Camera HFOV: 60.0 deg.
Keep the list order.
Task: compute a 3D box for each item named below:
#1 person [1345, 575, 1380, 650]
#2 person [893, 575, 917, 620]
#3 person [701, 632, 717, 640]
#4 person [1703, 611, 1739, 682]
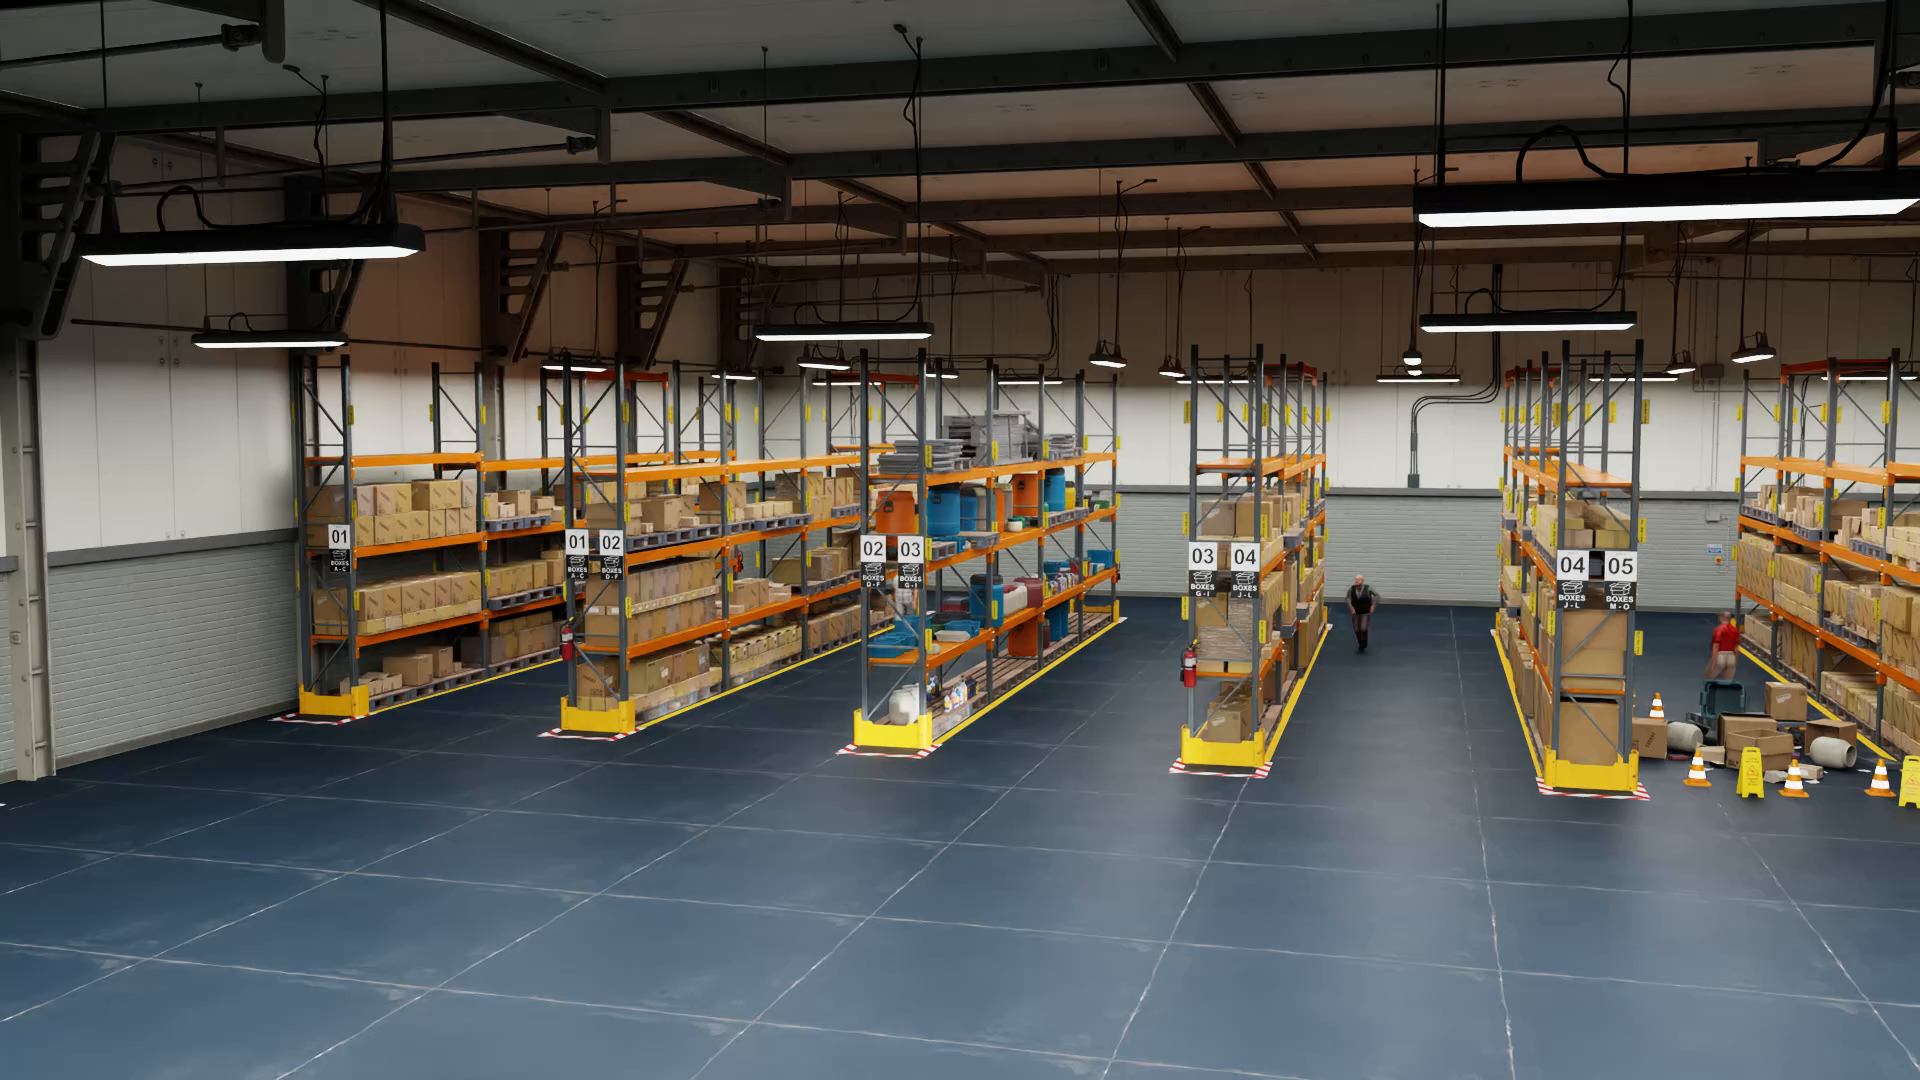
[{"bbox_3d":[8.561,1.537,35.365,0.702,1.631,0.712,2,5,24],"label":"person"},{"bbox_3d":[-1.241,1.349,37.054,0.591,1.708,1.078,1,4,12],"label":"person"},{"bbox_3d":[-5.382,1.554,35.121,0.543,1.645,0.484,4,6,41],"label":"person"},{"bbox_3d":[12.787,2.060,27.870,0.559,1.749,0.435,-1,4,-7],"label":"person"}]
